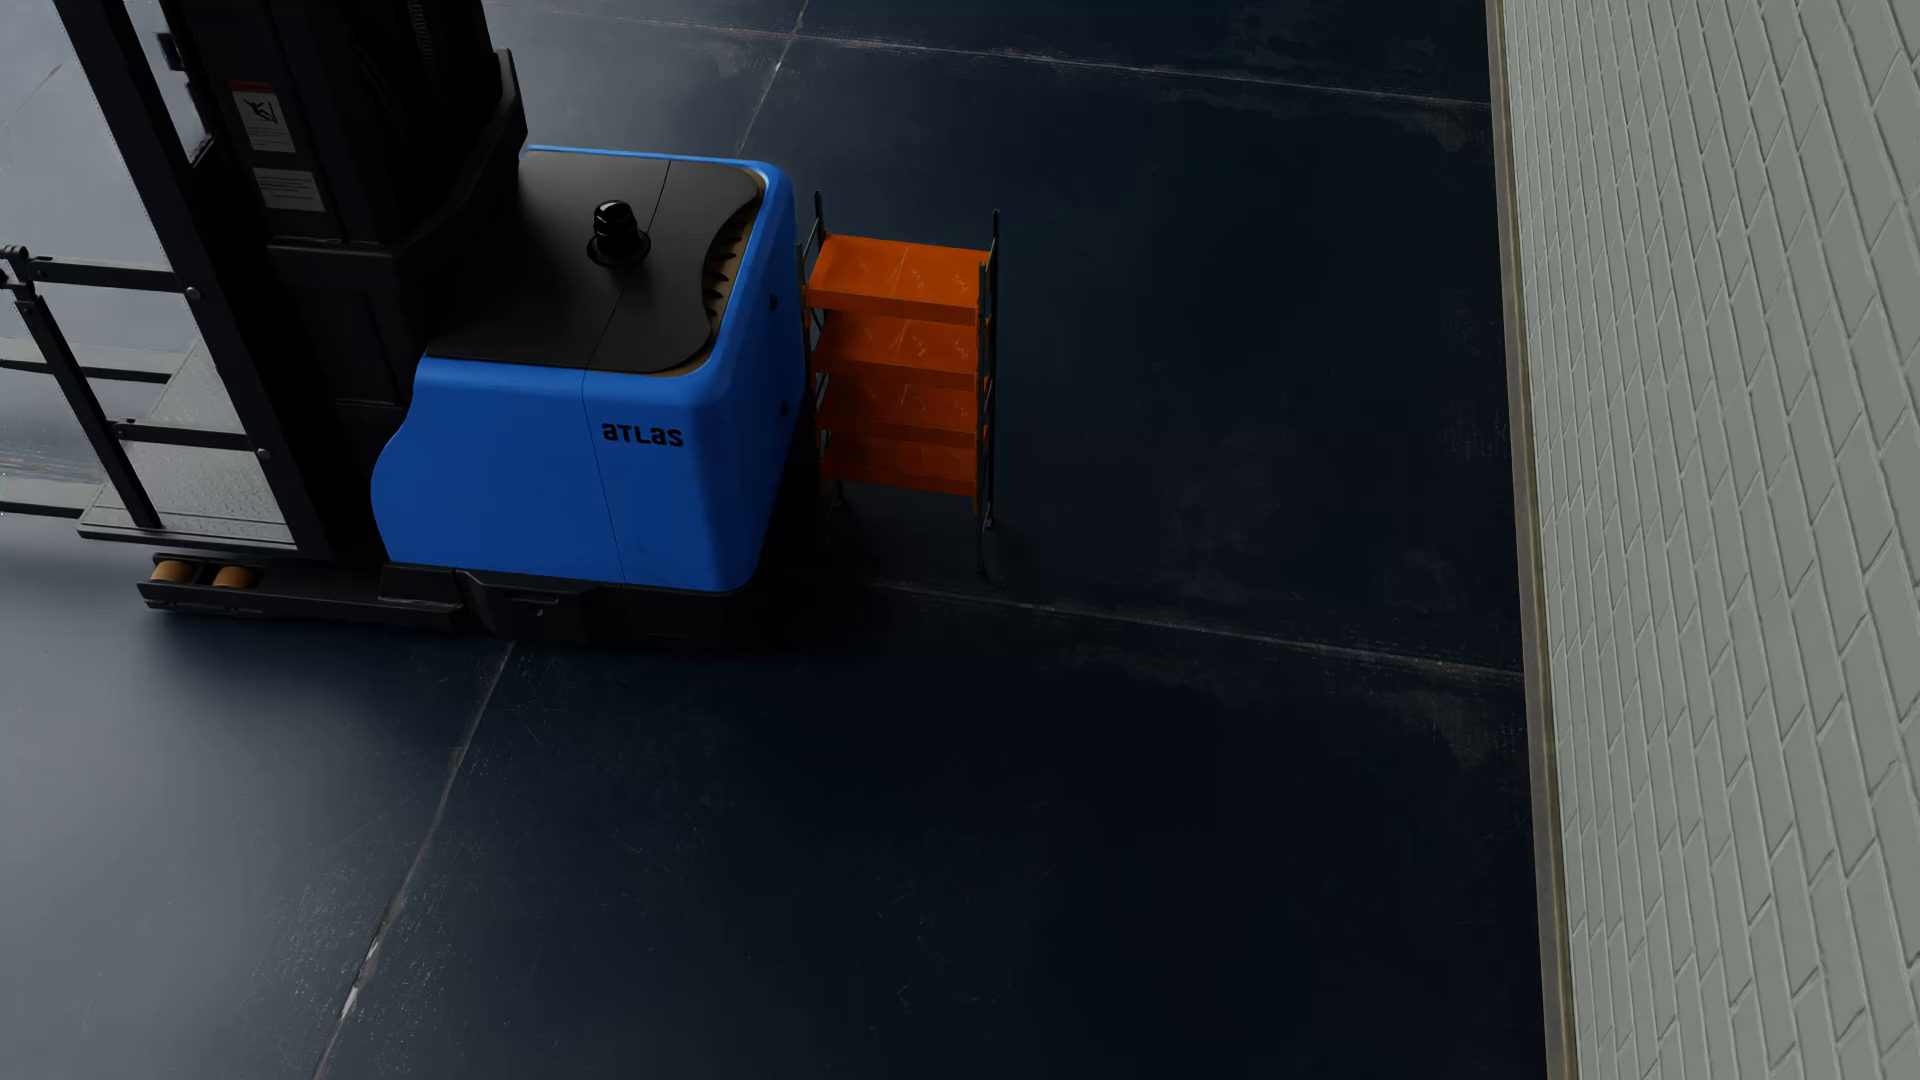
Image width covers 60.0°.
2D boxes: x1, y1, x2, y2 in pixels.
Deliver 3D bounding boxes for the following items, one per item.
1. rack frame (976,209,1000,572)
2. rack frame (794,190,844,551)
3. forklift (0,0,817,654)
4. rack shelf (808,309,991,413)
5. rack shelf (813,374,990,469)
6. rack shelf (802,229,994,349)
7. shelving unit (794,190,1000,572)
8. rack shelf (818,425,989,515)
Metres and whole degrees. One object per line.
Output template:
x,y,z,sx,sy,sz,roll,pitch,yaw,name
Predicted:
0.077,-0.391,4.794,0.015,1.200,0.240,8,49,7,rack frame
-0.403,-0.455,4.852,0.015,1.200,0.240,8,49,7,rack frame
-2.023,-1.128,4.293,3.031,2.935,1.130,5,48,5,forklift
-0.163,-0.527,4.707,0.480,0.148,0.258,8,49,7,rack shelf
-0.163,-0.378,4.873,0.480,0.148,0.258,8,49,7,rack shelf
-0.163,-0.686,4.531,0.480,0.148,0.258,8,49,7,rack shelf
-0.163,-0.423,4.823,0.503,1.200,0.258,8,49,7,shelving unit
-0.163,-0.245,5.021,0.480,0.148,0.258,8,49,7,rack shelf
